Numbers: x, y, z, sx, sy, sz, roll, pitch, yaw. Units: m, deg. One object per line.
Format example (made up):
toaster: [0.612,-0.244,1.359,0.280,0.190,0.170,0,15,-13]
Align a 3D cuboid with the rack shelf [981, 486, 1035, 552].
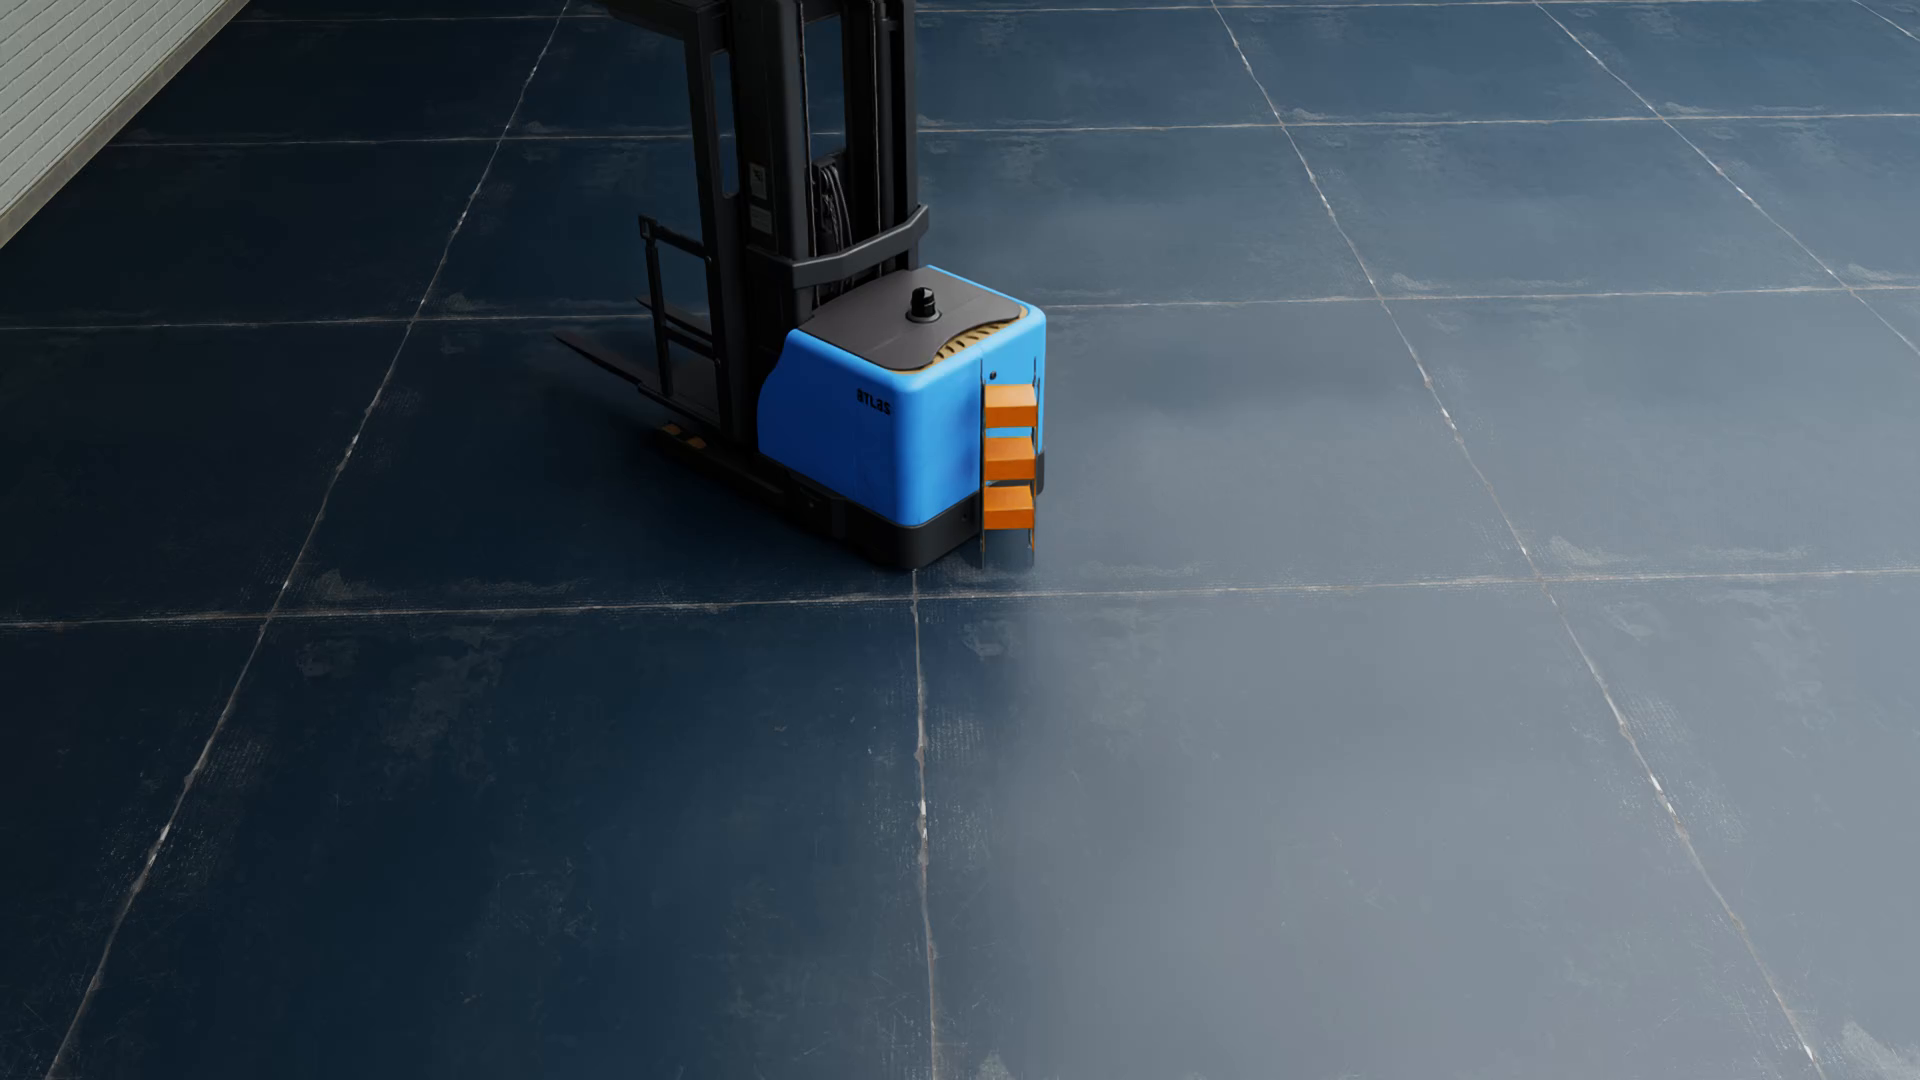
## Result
rack shelf: [0.227,-0.109,7.992,0.240,0.259,0.215,-2,35,-3]

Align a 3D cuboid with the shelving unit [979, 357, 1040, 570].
shelving unit: [0.227,-0.346,7.828,0.252,1.050,0.215,-2,35,-3]

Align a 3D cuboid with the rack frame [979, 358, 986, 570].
rack frame: [0.105,-0.342,7.822,0.008,1.050,0.200,-2,35,-3]

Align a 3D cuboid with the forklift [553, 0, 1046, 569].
forklift: [-1.003,-1.780,8.247,3.031,2.935,1.130,27,43,33]

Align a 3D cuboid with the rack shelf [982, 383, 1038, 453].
rack shelf: [0.227,-0.571,7.672,0.240,0.259,0.215,-2,35,-3]

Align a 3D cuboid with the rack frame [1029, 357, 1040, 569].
rack frame: [0.348,-0.350,7.834,0.008,1.050,0.200,-2,35,-3]

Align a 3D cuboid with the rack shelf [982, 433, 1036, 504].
rack shelf: [0.227,-0.338,7.834,0.240,0.259,0.215,-2,35,-3]
